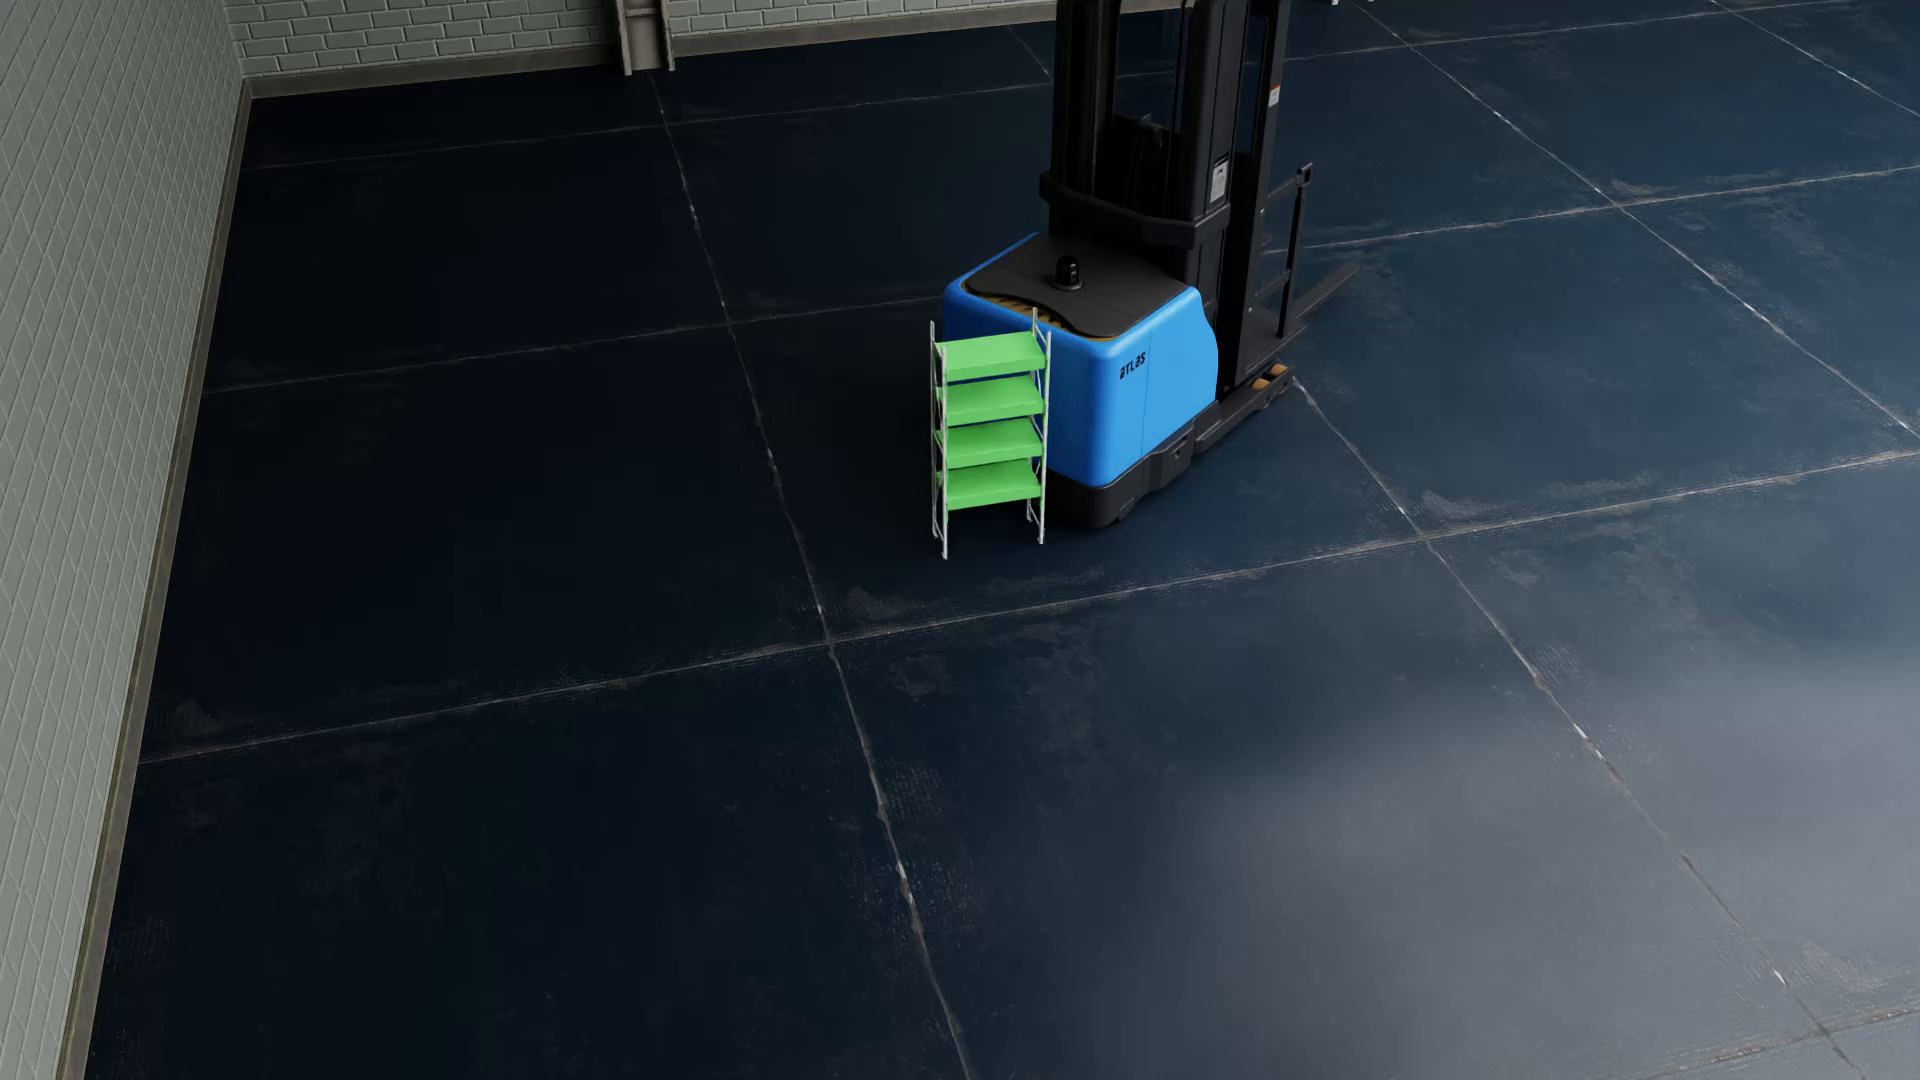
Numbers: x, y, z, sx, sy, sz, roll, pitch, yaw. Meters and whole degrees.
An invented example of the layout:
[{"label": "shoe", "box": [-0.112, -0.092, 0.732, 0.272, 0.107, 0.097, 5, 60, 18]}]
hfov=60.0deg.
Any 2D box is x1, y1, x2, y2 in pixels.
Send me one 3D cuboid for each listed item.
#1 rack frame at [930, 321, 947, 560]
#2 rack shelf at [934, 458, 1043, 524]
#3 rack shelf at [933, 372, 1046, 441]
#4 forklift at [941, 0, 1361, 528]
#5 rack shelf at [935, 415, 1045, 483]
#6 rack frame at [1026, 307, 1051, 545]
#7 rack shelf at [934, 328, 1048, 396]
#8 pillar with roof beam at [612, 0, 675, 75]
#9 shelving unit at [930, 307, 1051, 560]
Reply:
[{"label": "rack frame", "box": [-0.101, -0.449, 7.829, 0.015, 1.200, 0.240, -9, 38, -11]}, {"label": "rack shelf", "box": [0.135, -0.245, 8.062, 0.480, 0.148, 0.258, -9, 38, -11]}, {"label": "rack shelf", "box": [0.135, -0.626, 7.771, 0.480, 0.148, 0.258, -9, 38, -11]}, {"label": "forklift", "box": [1.213, -2.057, 8.506, 1.130, 2.935, 3.031, 26, 44, 30]}, {"label": "rack shelf", "box": [0.135, -0.436, 7.916, 0.480, 0.148, 0.258, -9, 38, -11]}, {"label": "rack frame", "box": [0.371, -0.524, 7.926, 0.015, 1.200, 0.240, -9, 38, -11]}, {"label": "rack shelf", "box": [0.135, -0.817, 7.625, 0.480, 0.148, 0.258, -9, 38, -11]}, {"label": "pillar with roof beam", "box": [-1.343, -4.792, 7.087, 0.400, 9.000, 9.100, -9, 38, -12]}, {"label": "shelving unit", "box": [0.135, -0.486, 7.878, 0.503, 1.200, 0.258, -9, 38, -11]}]
